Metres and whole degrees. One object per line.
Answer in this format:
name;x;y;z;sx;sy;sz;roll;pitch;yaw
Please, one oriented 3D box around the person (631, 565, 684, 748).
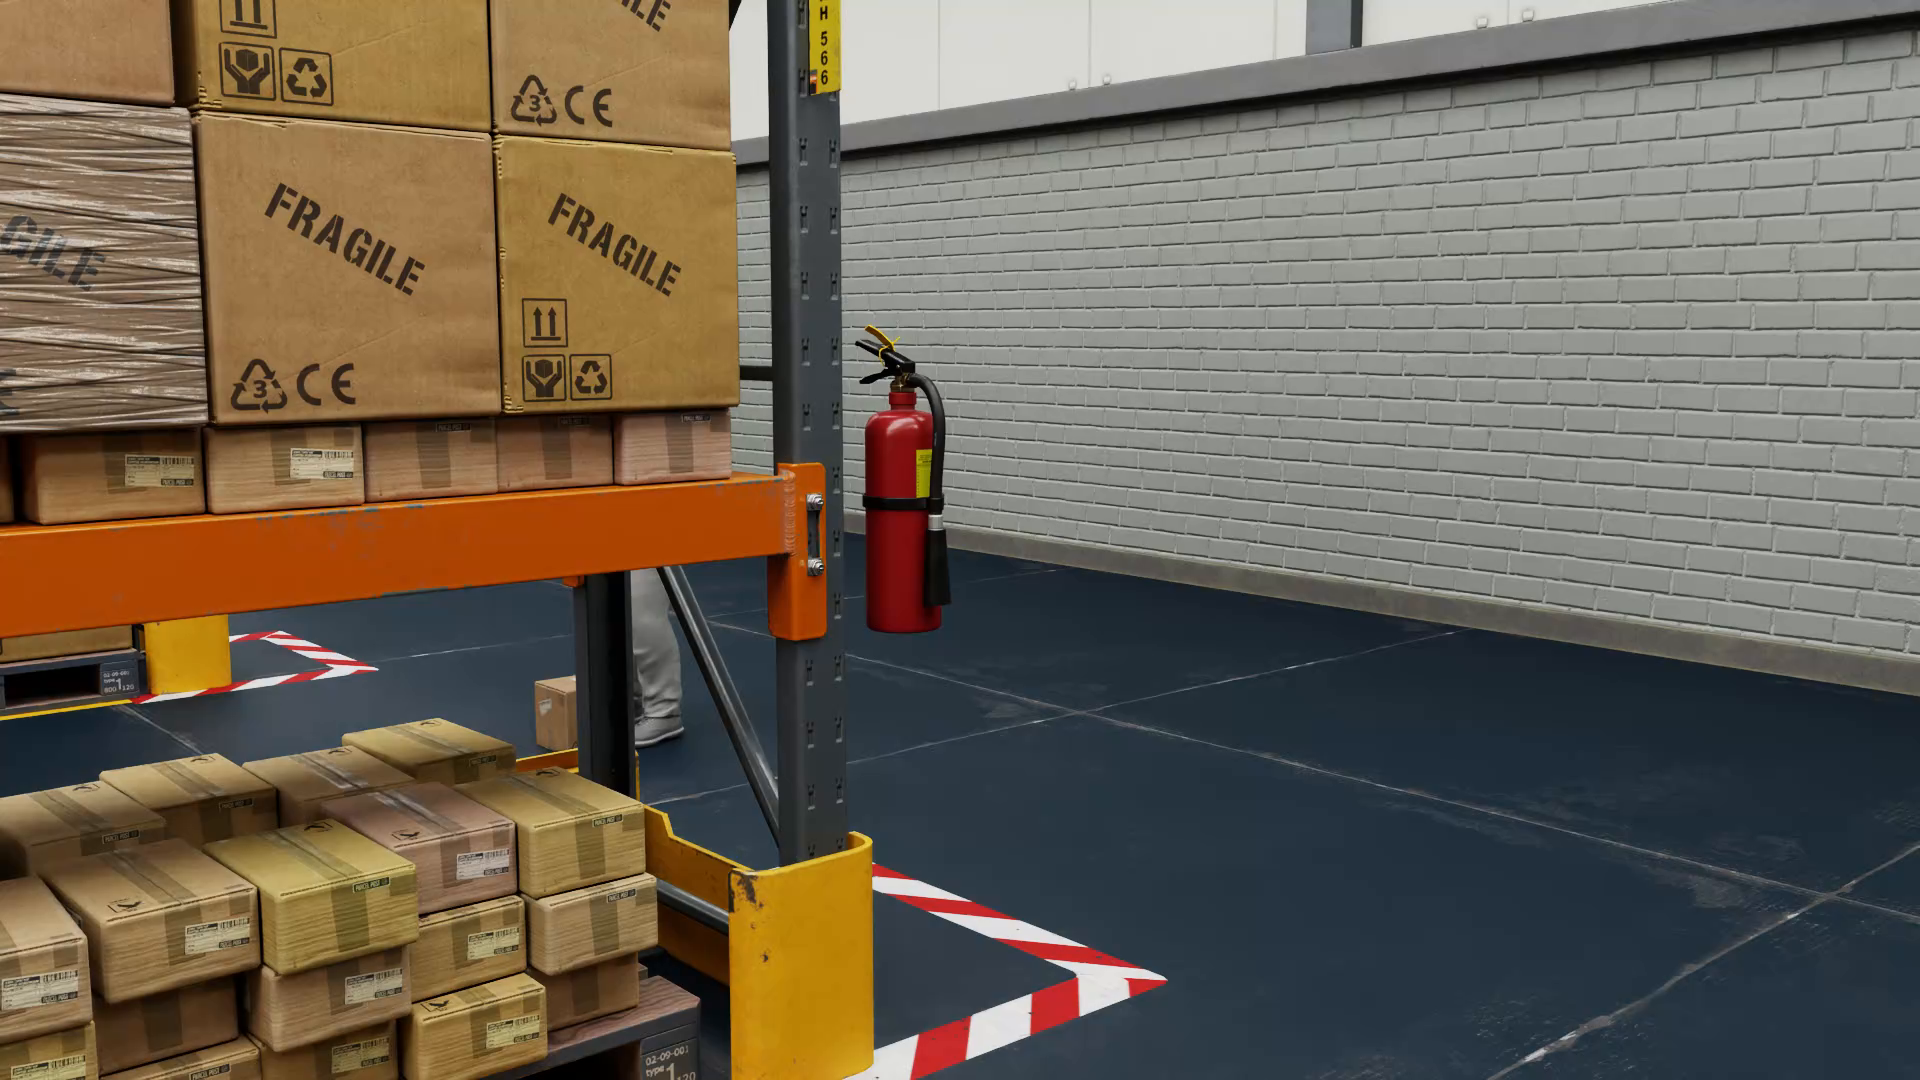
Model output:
person;-1.261;-0.096;6.498;0.448;1.747;0.602;-7;10;-44
